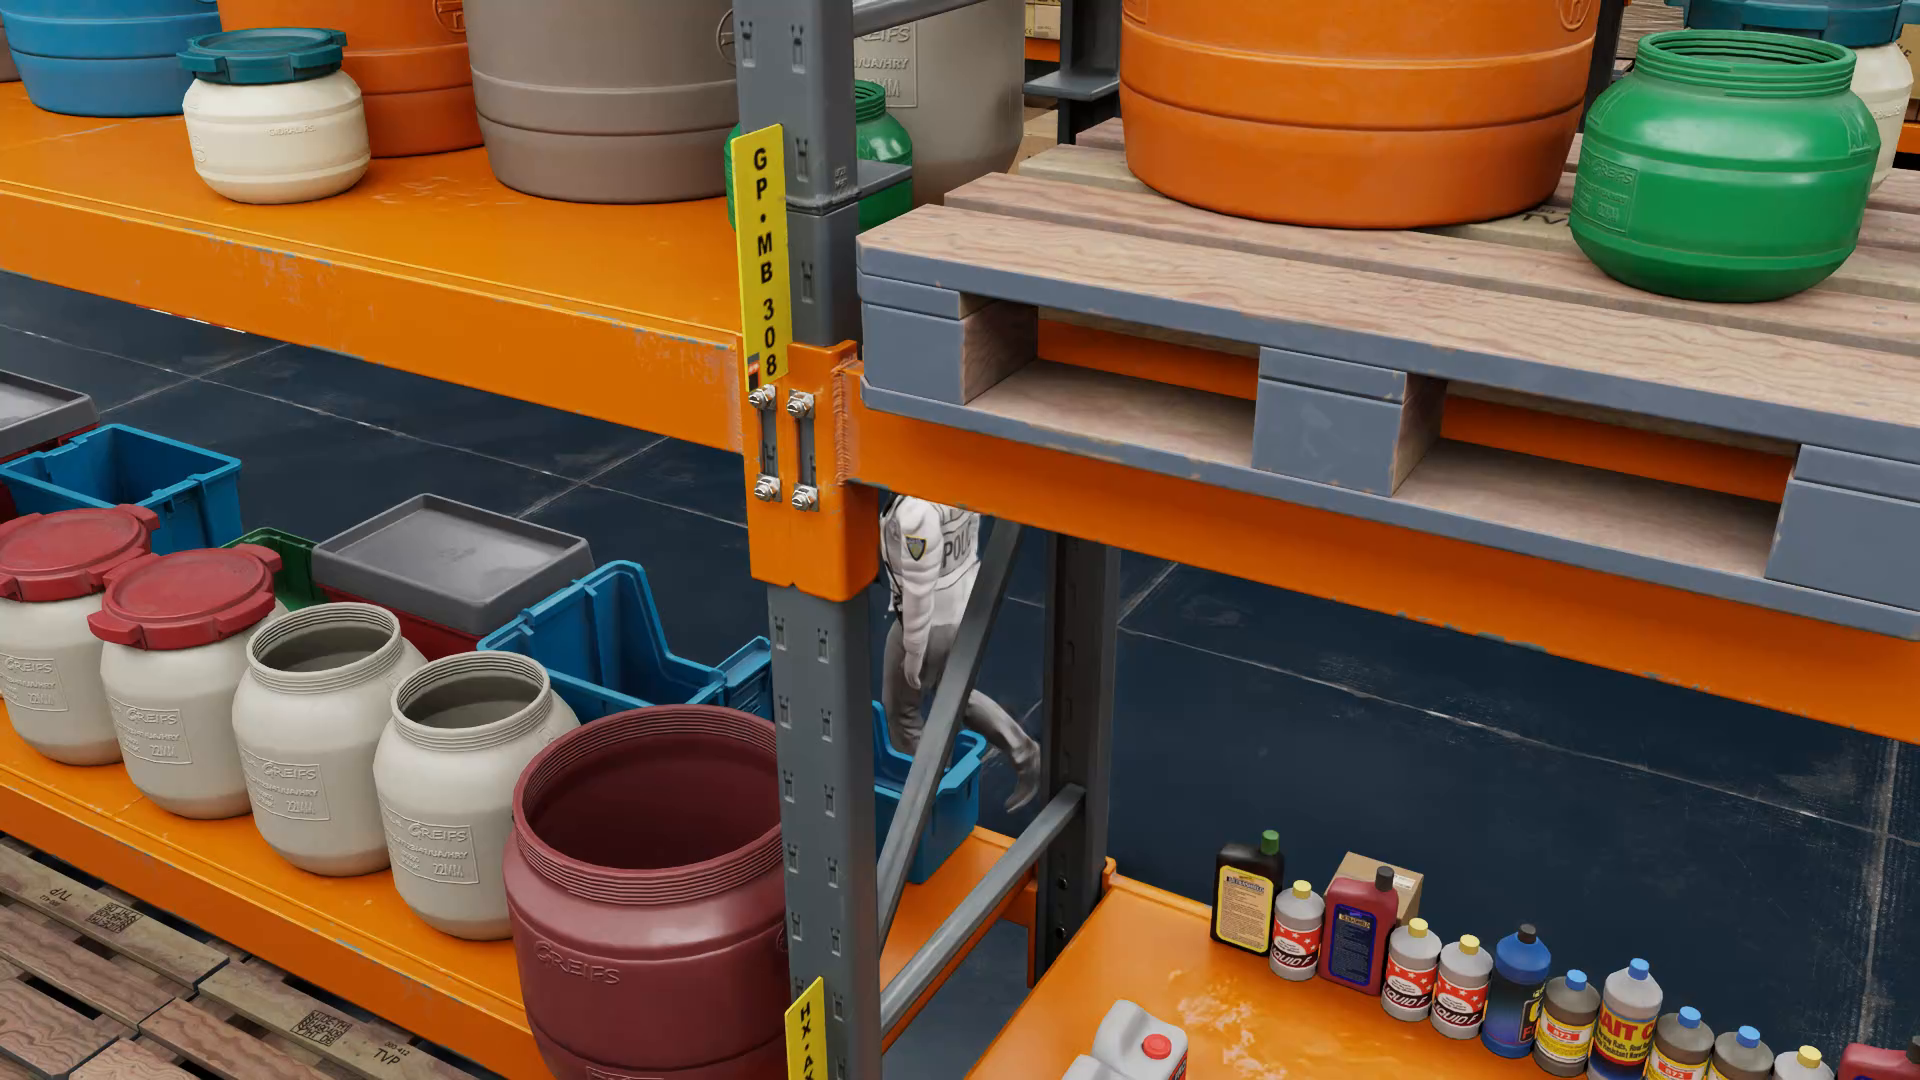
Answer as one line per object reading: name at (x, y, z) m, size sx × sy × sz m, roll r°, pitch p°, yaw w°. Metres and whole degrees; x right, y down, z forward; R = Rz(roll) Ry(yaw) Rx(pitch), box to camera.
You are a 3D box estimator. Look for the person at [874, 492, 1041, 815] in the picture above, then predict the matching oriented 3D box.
person at (-0.012, 0.256, 5.549) m, size 0.732 × 1.659 × 0.495 m, roll 11°, pitch 29°, yaw 21°
